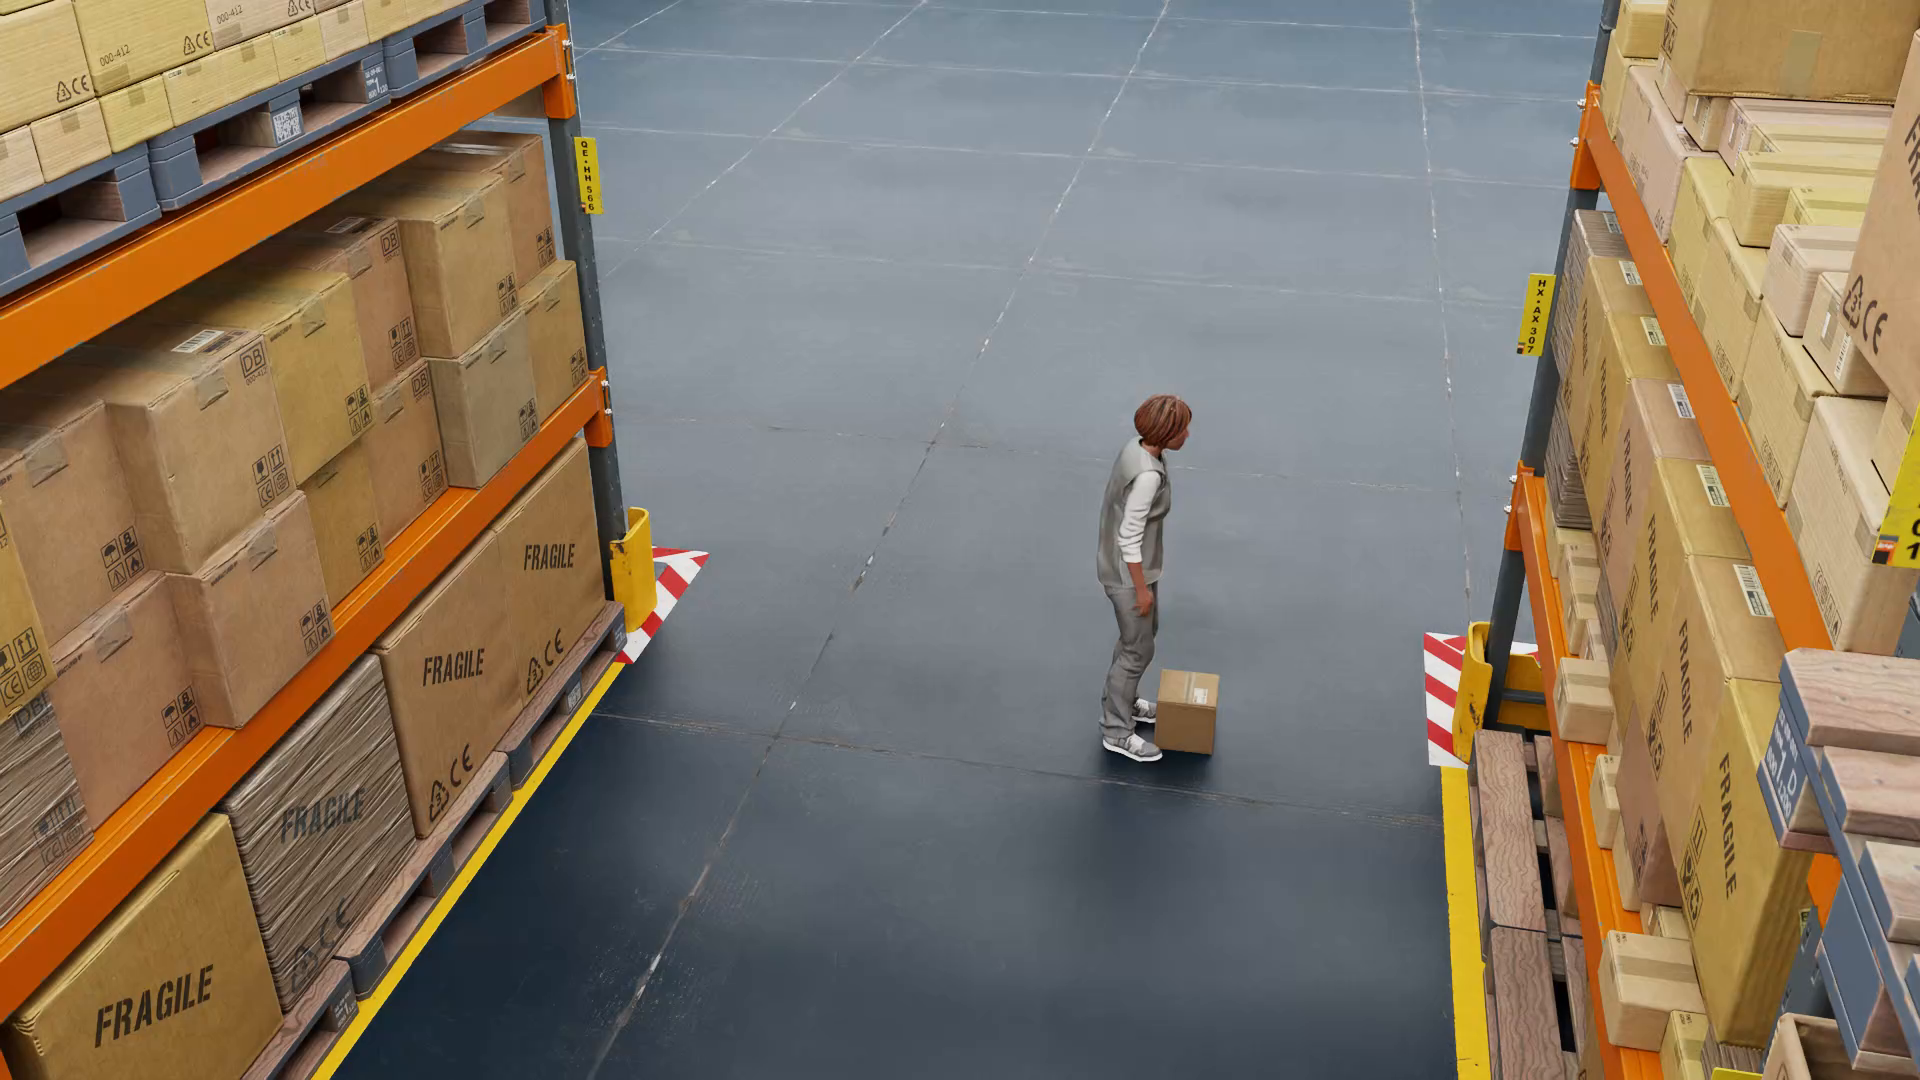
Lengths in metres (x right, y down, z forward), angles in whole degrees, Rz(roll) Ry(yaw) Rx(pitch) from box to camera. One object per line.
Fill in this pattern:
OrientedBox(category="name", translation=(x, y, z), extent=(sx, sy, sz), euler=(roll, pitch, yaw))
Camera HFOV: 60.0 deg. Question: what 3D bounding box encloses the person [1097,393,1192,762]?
OrientedBox(category="person", translation=(0.738, 0.134, 6.898), extent=(0.347, 1.591, 0.480), euler=(4, 29, 7))
